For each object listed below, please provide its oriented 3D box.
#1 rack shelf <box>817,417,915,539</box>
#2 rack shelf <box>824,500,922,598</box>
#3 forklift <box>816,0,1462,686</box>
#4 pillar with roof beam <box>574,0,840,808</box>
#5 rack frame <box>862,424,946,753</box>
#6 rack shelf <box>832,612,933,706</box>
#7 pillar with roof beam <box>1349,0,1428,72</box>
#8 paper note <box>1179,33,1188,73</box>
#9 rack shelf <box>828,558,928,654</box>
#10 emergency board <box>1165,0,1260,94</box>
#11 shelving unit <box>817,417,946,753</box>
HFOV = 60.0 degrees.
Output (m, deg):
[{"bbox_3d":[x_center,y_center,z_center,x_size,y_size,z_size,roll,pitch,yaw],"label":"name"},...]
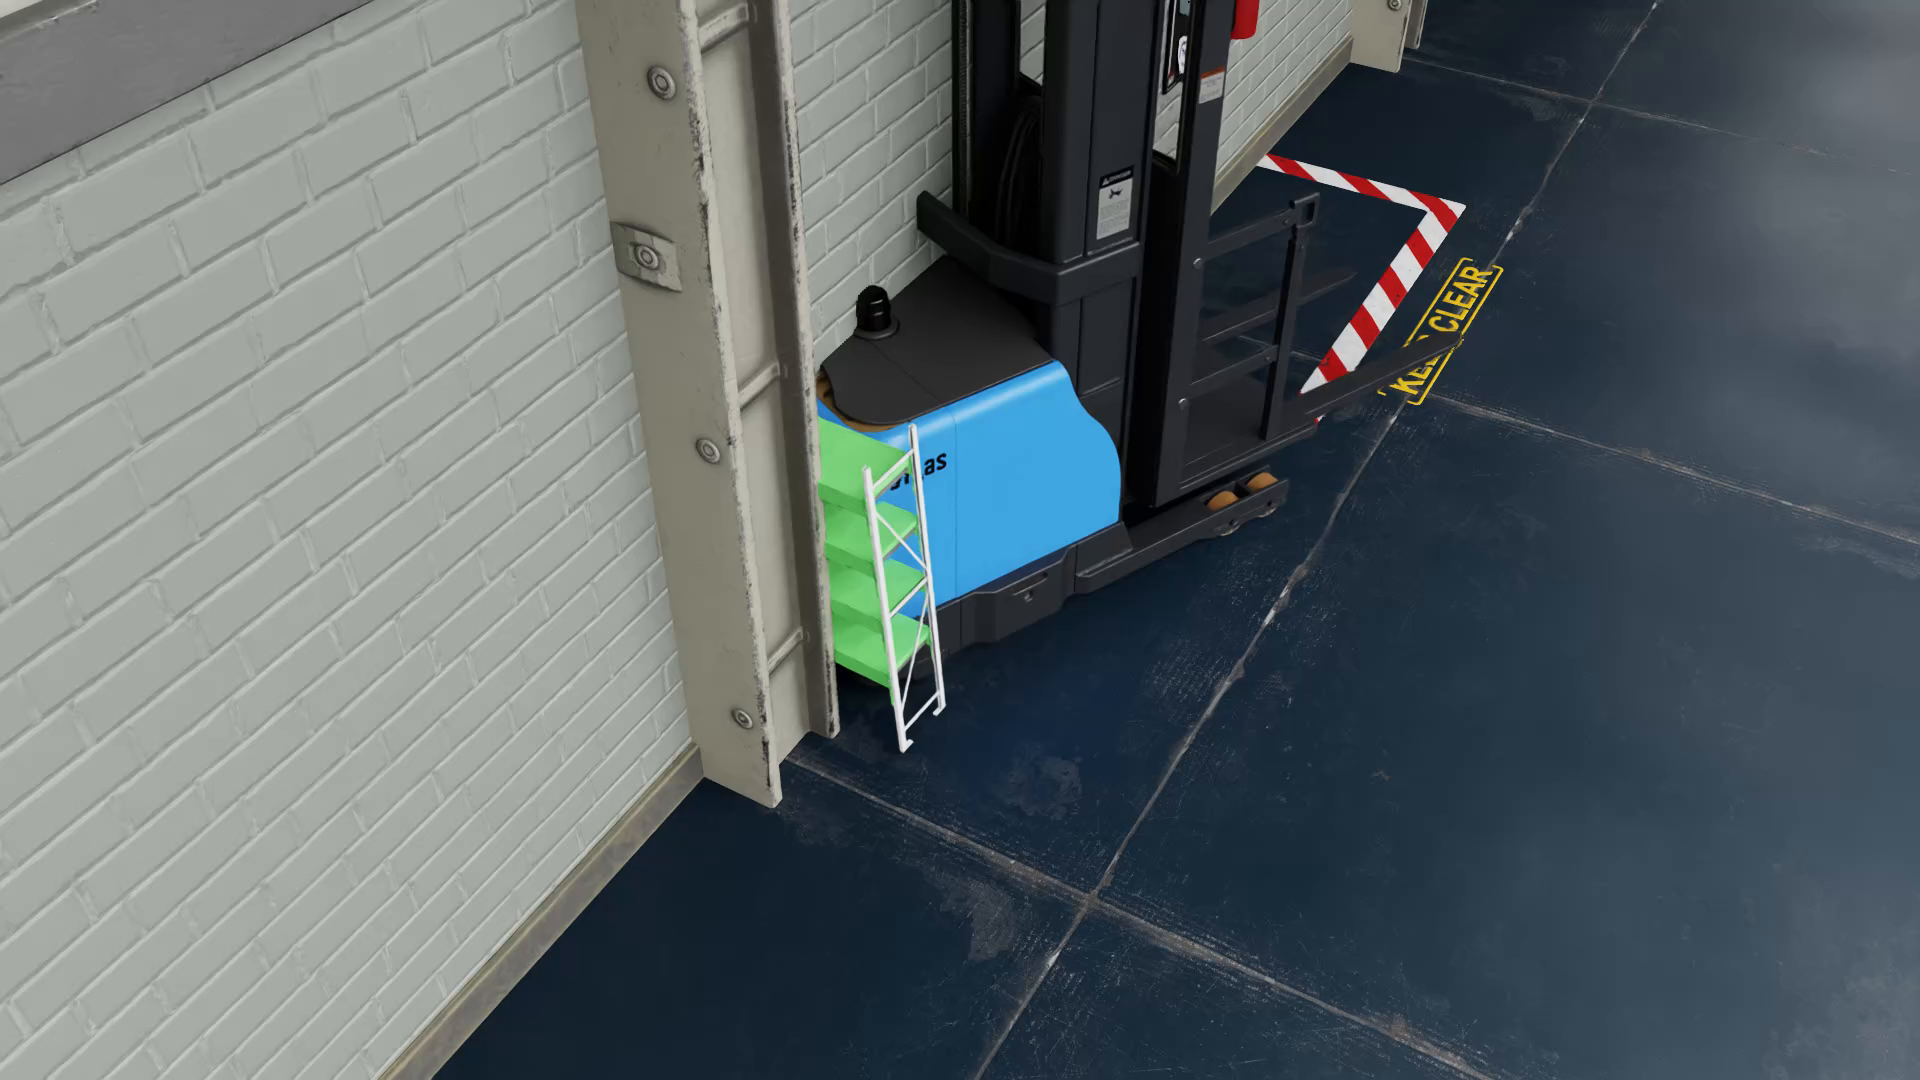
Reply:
[{"bbox_3d":[-0.388,-0.211,4.935,0.480,0.148,0.258,23,49,27],"label":"rack shelf"},{"bbox_3d":[-0.372,-0.034,5.096,0.480,0.148,0.258,23,49,27],"label":"rack shelf"},{"bbox_3d":[0.639,-1.380,5.600,3.031,2.935,1.130,-25,47,-25],"label":"forklift"},{"bbox_3d":[3.100,-1.264,0.876,9.100,9.000,0.400,21,45,22],"label":"pillar with roof beam"},{"bbox_3d":[-0.161,0.180,5.102,0.015,1.200,0.240,23,49,27],"label":"rack frame"},{"bbox_3d":[-0.342,0.320,5.418,0.480,0.148,0.258,23,49,27],"label":"rack shelf"},{"bbox_3d":[6.102,-4.697,4.775,9.100,9.000,0.400,21,45,22],"label":"pillar with roof beam"},{"bbox_3d":[0.957,-2.059,6.985,0.016,0.148,0.142,21,45,22],"label":"paper note"},{"bbox_3d":[-0.357,0.143,5.257,0.480,0.148,0.258,23,49,27],"label":"rack shelf"},{"bbox_3d":[1.105,-2.468,6.783,0.194,1.169,0.643,21,45,22],"label":"emergency board"},{"bbox_3d":[-0.361,0.096,5.214,0.503,1.200,0.258,23,49,27],"label":"shelving unit"}]
